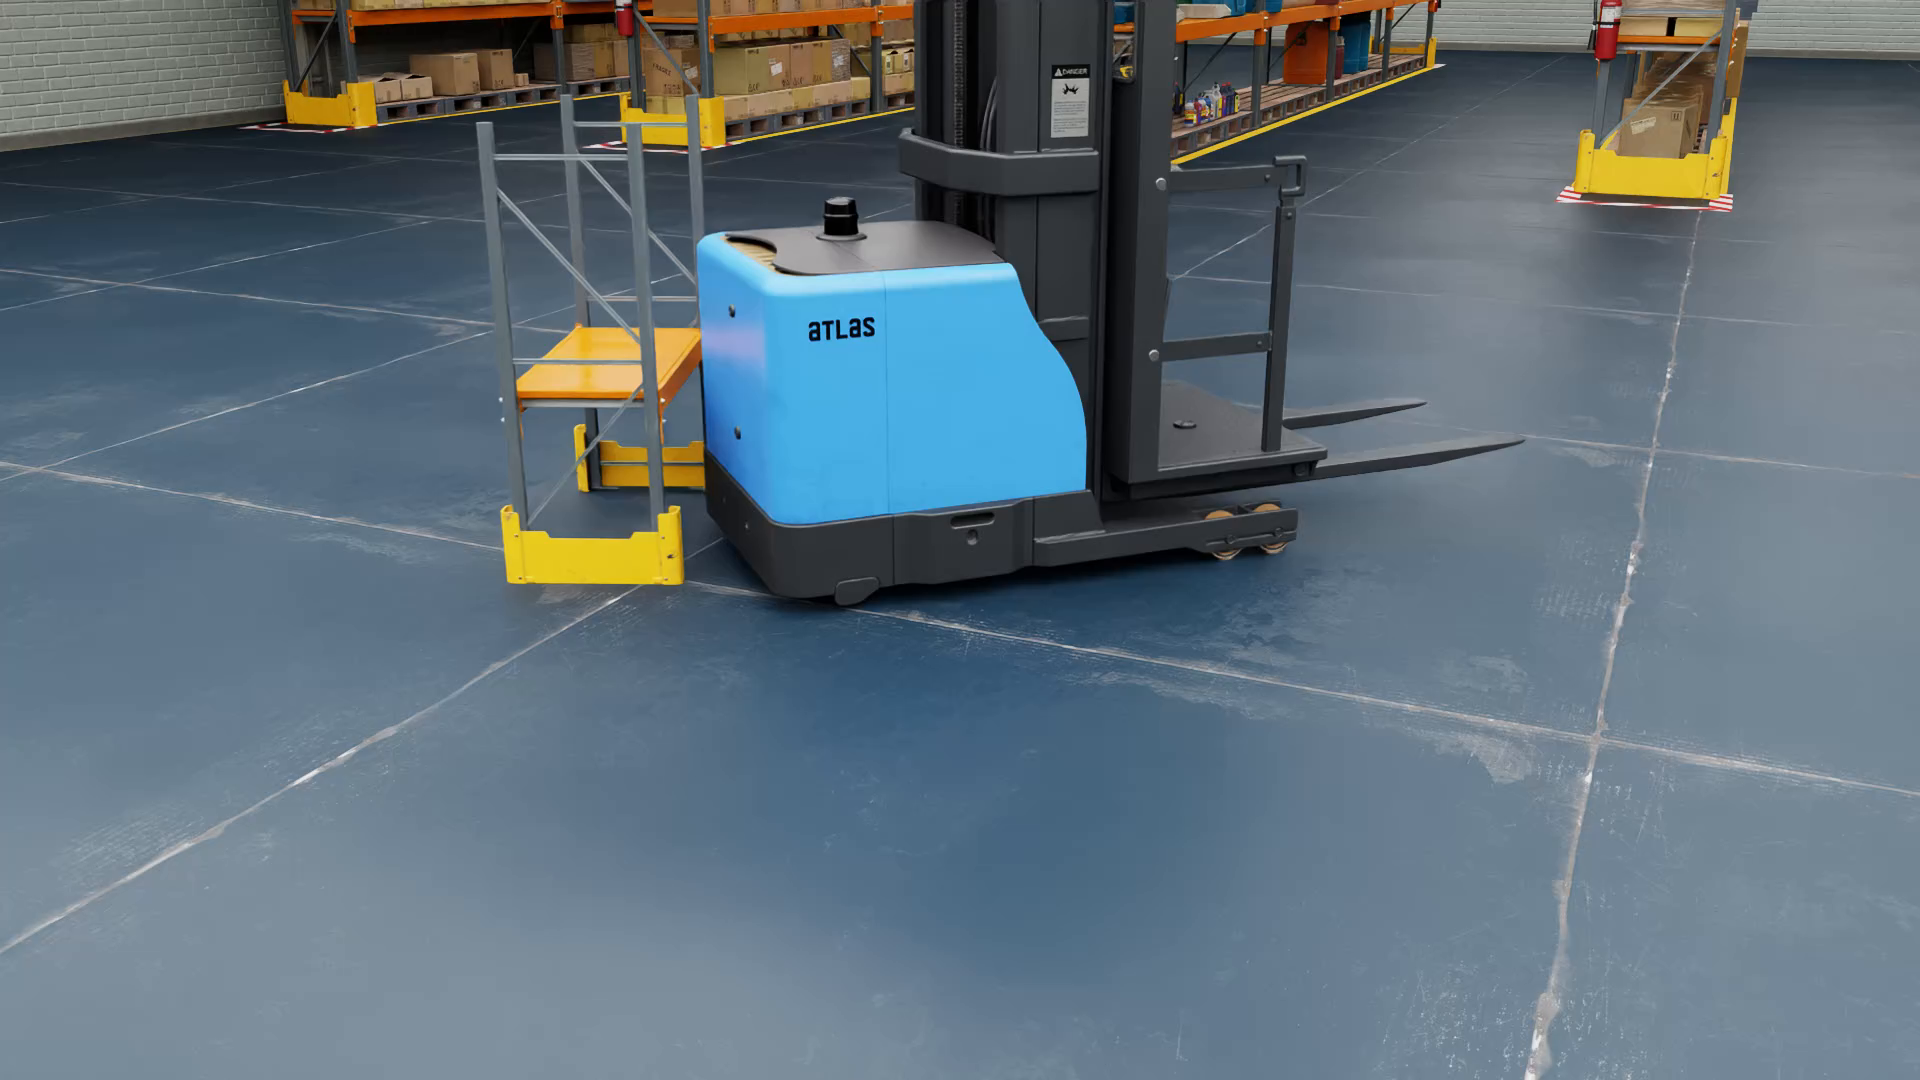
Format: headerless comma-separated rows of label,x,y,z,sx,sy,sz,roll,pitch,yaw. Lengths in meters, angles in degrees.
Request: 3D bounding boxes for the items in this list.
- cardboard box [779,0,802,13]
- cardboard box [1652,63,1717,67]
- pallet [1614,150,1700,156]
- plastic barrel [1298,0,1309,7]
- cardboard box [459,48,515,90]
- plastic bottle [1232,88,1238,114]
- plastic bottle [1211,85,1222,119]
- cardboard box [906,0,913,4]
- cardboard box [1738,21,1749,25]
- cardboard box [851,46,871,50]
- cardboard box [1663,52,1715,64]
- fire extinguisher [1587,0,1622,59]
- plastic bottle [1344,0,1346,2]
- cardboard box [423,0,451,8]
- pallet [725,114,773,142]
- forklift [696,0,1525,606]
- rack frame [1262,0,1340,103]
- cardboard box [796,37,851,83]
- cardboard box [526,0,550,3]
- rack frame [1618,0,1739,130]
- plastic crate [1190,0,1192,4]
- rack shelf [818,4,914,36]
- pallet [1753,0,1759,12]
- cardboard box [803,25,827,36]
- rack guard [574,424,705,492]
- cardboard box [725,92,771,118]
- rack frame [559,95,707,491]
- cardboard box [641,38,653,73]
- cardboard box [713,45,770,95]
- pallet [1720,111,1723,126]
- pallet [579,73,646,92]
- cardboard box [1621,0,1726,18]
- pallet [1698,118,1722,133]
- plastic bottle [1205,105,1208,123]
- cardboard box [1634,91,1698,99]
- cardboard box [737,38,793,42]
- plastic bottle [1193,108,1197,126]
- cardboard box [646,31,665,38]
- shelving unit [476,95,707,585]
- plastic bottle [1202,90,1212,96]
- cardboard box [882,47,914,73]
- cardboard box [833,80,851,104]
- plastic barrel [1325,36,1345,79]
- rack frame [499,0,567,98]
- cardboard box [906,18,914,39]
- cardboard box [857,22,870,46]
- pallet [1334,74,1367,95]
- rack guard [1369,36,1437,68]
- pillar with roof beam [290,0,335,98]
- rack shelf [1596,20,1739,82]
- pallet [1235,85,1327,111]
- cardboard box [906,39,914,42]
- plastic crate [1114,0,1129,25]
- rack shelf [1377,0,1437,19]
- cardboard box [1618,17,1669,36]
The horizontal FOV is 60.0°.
cardboard box,-2.283,-6.420,19.396,0.700,0.500,0.500,9,22,24
cardboard box,8.497,-5.320,19.525,0.700,0.500,0.500,11,22,27
pallet,6.315,-3.351,15.076,1.003,0.211,1.213,9,21,23
plastic barrel,4.277,-7.103,21.299,0.421,0.512,0.421,0,20,0
cardboard box,-6.389,-6.367,22.468,0.500,0.500,0.500,7,21,19
plastic bottle,3.142,-5.036,19.049,0.061,0.283,0.133,10,22,25
plastic bottle,2.827,-4.866,18.471,0.144,0.351,0.185,8,21,22
cardboard box,-0.934,-7.422,22.213,0.500,0.500,0.500,10,22,27
cardboard box,9.868,-6.520,22.370,1.225,0.875,0.875,9,21,23
cardboard box,-1.368,-6.471,22.327,0.500,0.311,0.500,9,22,24
cardboard box,8.740,-5.854,19.908,0.500,0.250,0.500,11,22,29
fire extinguisher,5.452,-4.390,13.951,0.296,0.674,0.183,9,21,23
plastic bottle,5.338,-7.694,23.312,0.152,0.276,0.135,9,21,23
cardboard box,-6.735,-6.797,20.799,0.500,0.250,0.500,8,21,22
pallet,-2.842,-4.684,18.825,1.003,0.211,1.213,9,21,23
forklift,0.646,-1.470,5.728,3.031,2.935,1.130,-8,21,-21
rack frame,4.676,-7.523,22.647,1.000,3.000,0.127,9,21,23
cardboard box,-1.685,-5.914,20.479,0.500,0.500,0.500,9,21,23
cardboard box,-5.918,-7.412,22.528,0.500,0.250,0.500,9,21,23
rack frame,7.557,-5.621,17.297,1.000,3.000,0.127,9,21,23
plastic crate,2.708,-6.129,18.818,0.767,0.338,0.504,9,21,23
rack shelf,-0.660,-7.254,22.962,1.077,0.370,4.000,9,21,23
pallet,9.000,-6.521,20.114,1.213,0.211,1.003,9,21,23
cardboard box,-2.872,-9.074,29.588,0.750,0.750,0.750,9,21,23
rack guard,-1.200,-0.317,6.488,0.587,0.250,0.087,0,20,1
cardboard box,-2.493,-4.948,18.881,0.500,0.250,0.500,9,21,23
rack frame,-1.200,-0.907,6.280,0.500,1.500,0.032,0,20,1
cardboard box,-5.104,-7.388,25.339,0.700,0.500,0.500,8,21,22
cardboard box,-2.492,-5.301,18.755,0.500,0.500,0.500,9,21,23
pallet,8.373,-4.920,19.487,1.003,0.211,1.213,9,21,23
pallet,-5.184,-6.959,25.220,1.003,0.211,1.213,9,21,23
cardboard box,6.169,-4.750,14.255,0.875,0.500,0.500,9,21,23
pallet,7.874,-4.545,18.434,1.003,0.211,1.213,9,21,23
plastic bottle,2.649,-4.644,18.069,0.097,0.201,0.097,0,20,0
cardboard box,6.677,-3.983,15.796,0.500,0.500,0.500,11,22,28
cardboard box,-2.364,-5.832,20.250,0.500,0.500,0.500,9,21,23
plastic bottle,2.469,-4.510,17.692,0.097,0.201,0.097,0,20,0
cardboard box,-4.900,-7.873,25.584,0.500,0.250,0.500,9,21,24
shelving unit,-1.212,-0.740,5.810,0.587,1.500,1.083,0,20,1
plastic bottle,2.813,-4.942,18.797,0.152,0.276,0.135,9,21,23
cardboard box,-0.873,-6.392,22.106,0.500,0.311,0.500,8,21,22
cardboard box,-1.684,-5.560,20.604,0.500,0.250,0.500,9,21,23
plastic barrel,5.323,-7.082,24.378,0.600,0.588,0.708,9,21,23
rack frame,-6.000,-7.660,23.031,1.000,3.000,0.127,9,21,23
cardboard box,-1.282,-10.121,33.054,0.700,0.500,0.500,9,21,23
cardboard box,-2.116,-9.493,31.290,0.700,0.500,0.500,8,21,22
pallet,5.462,-6.828,24.853,1.003,0.211,1.213,9,21,23
rack guard,7.950,-8.800,29.968,1.175,0.500,0.348,9,21,23
pillar with roof beam,-4.213,-9.006,17.862,9.100,9.000,0.400,9,21,23
rack shelf,6.738,-4.671,15.699,1.077,0.370,4.000,9,21,23
pallet,4.324,-5.978,22.463,1.003,0.211,1.213,9,21,23
cardboard box,-0.531,-7.089,24.066,0.500,0.311,0.500,8,21,21
plastic crate,1.332,-5.202,16.341,0.499,0.251,0.616,9,21,23
rack shelf,7.133,-9.018,27.925,1.077,0.370,4.000,9,21,23
cardboard box,5.847,-4.395,14.226,0.380,0.149,0.250,9,21,23
